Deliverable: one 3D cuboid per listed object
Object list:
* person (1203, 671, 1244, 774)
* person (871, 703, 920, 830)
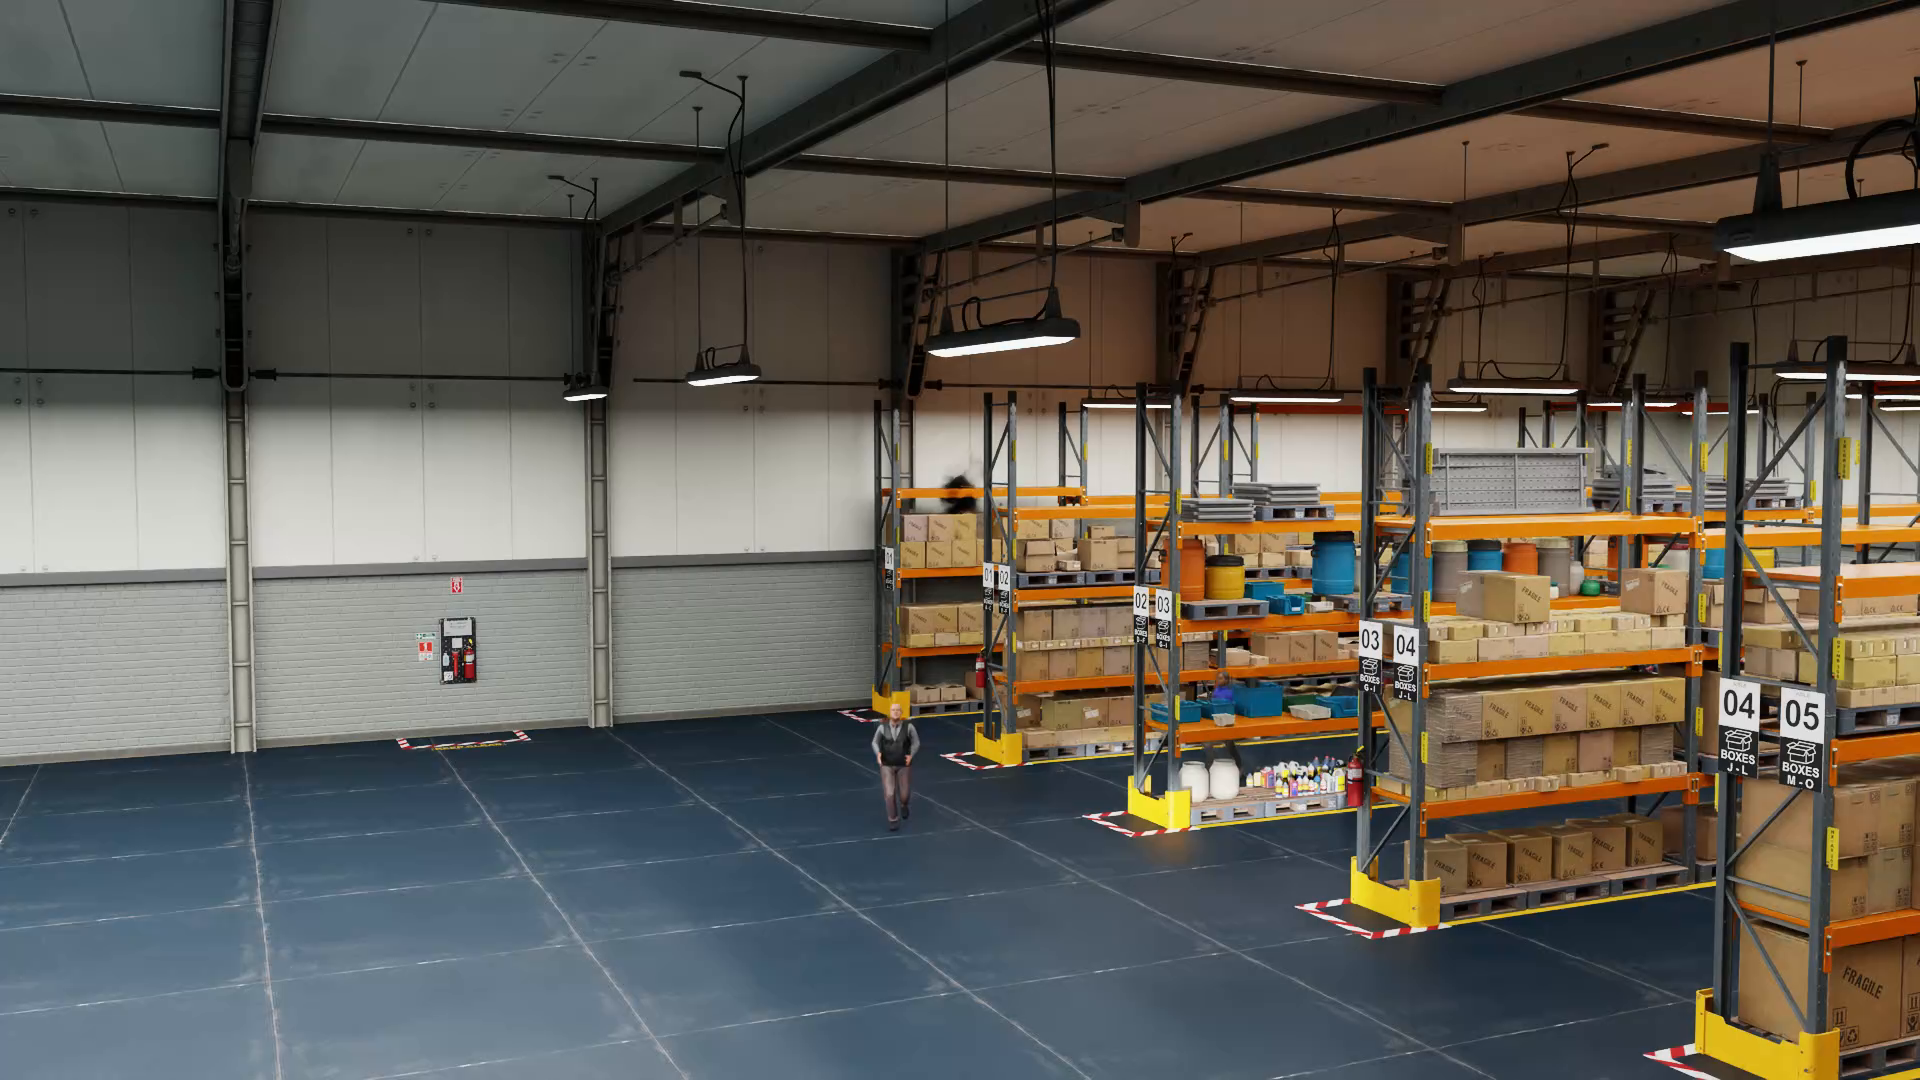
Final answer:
[{"bbox_3d":[4.017,2.856,25.456,0.761,1.718,0.547,-3,4,-40],"label":"person"},{"bbox_3d":[-0.866,3.027,22.325,0.657,1.671,0.612,0,3,0],"label":"person"}]
